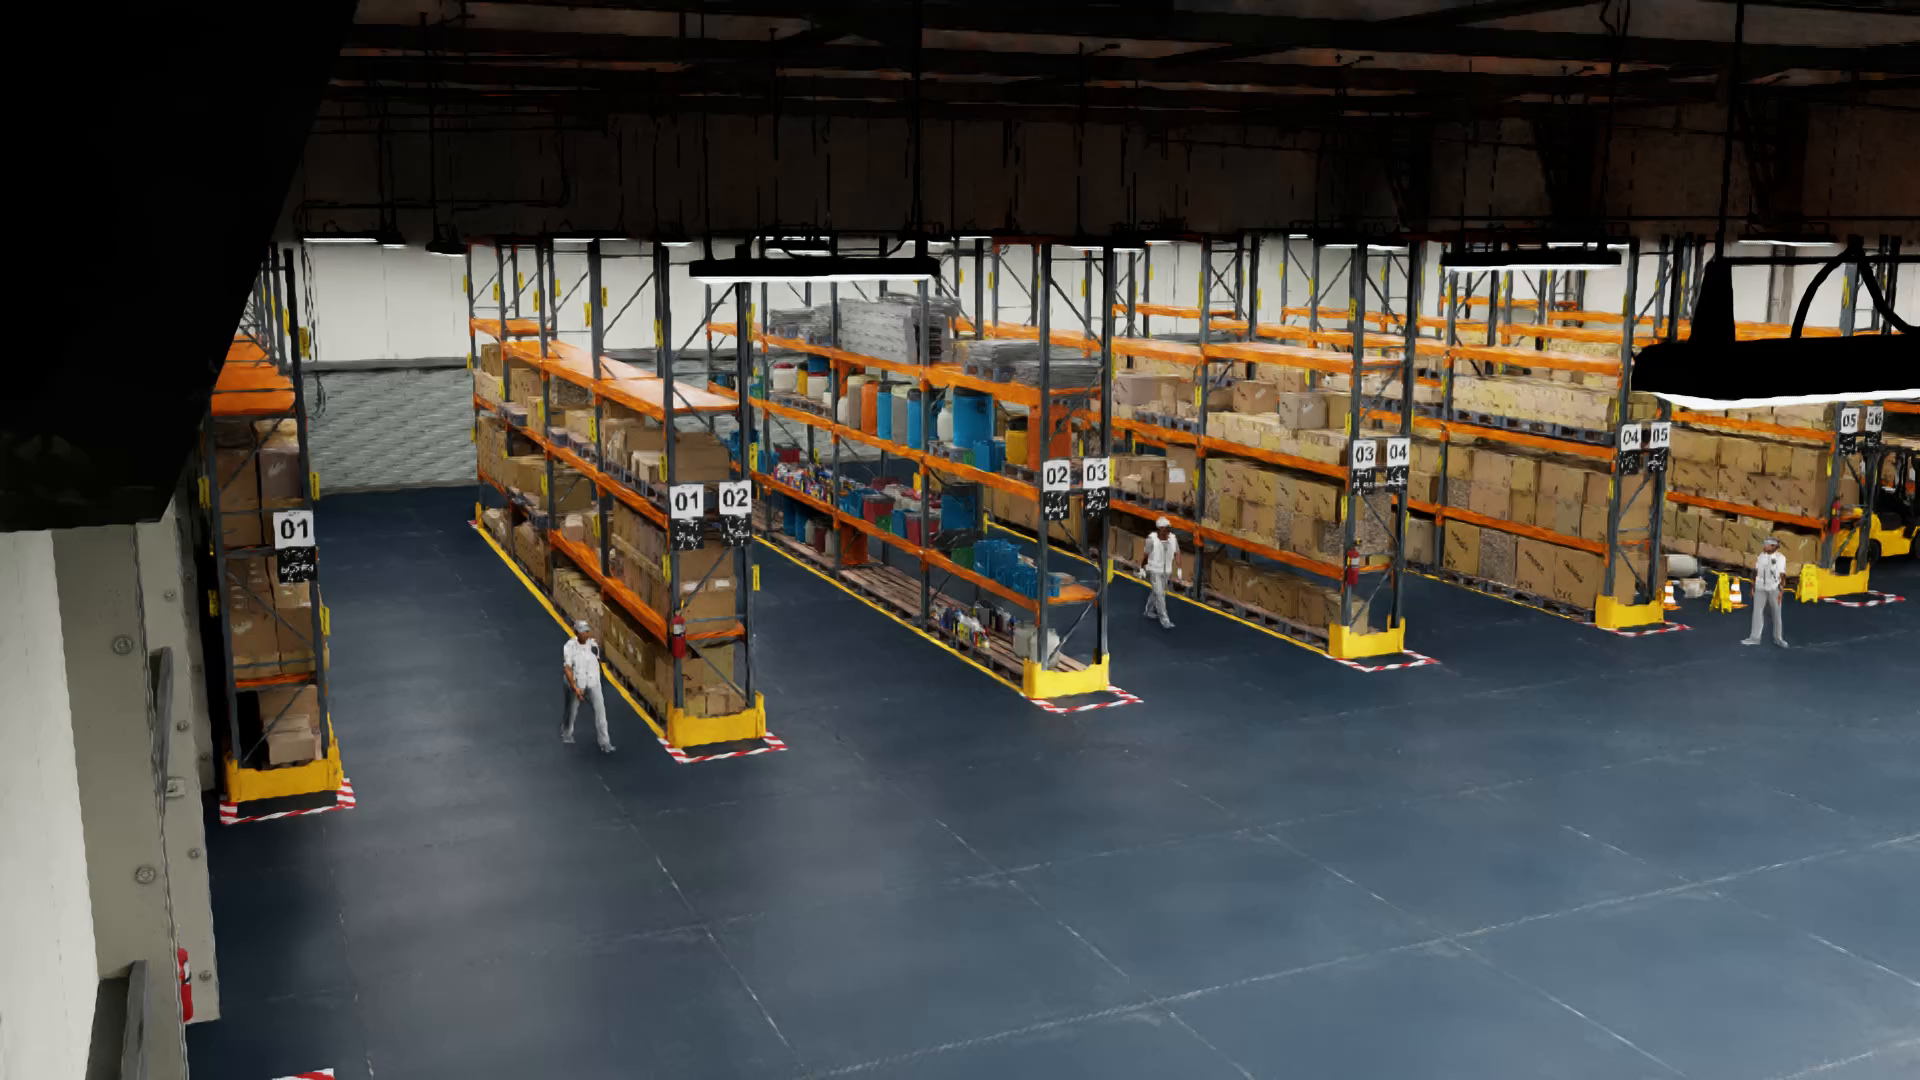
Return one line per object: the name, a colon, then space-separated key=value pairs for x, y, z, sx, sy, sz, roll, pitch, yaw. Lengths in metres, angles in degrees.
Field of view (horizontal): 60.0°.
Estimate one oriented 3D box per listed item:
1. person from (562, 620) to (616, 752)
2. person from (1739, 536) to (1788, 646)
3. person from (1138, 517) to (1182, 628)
person: x=-4.526 y=1.726 z=19.967 sx=0.490 sy=1.597 sz=0.999 roll=-7 pitch=13 yaw=-31
person: x=12.111 y=0.756 z=24.863 sx=0.515 sy=1.669 sz=0.580 roll=-8 pitch=14 yaw=-37
person: x=3.178 y=0.480 z=26.107 sx=0.579 sy=1.732 sz=1.042 roll=-5 pitch=12 yaw=-25
